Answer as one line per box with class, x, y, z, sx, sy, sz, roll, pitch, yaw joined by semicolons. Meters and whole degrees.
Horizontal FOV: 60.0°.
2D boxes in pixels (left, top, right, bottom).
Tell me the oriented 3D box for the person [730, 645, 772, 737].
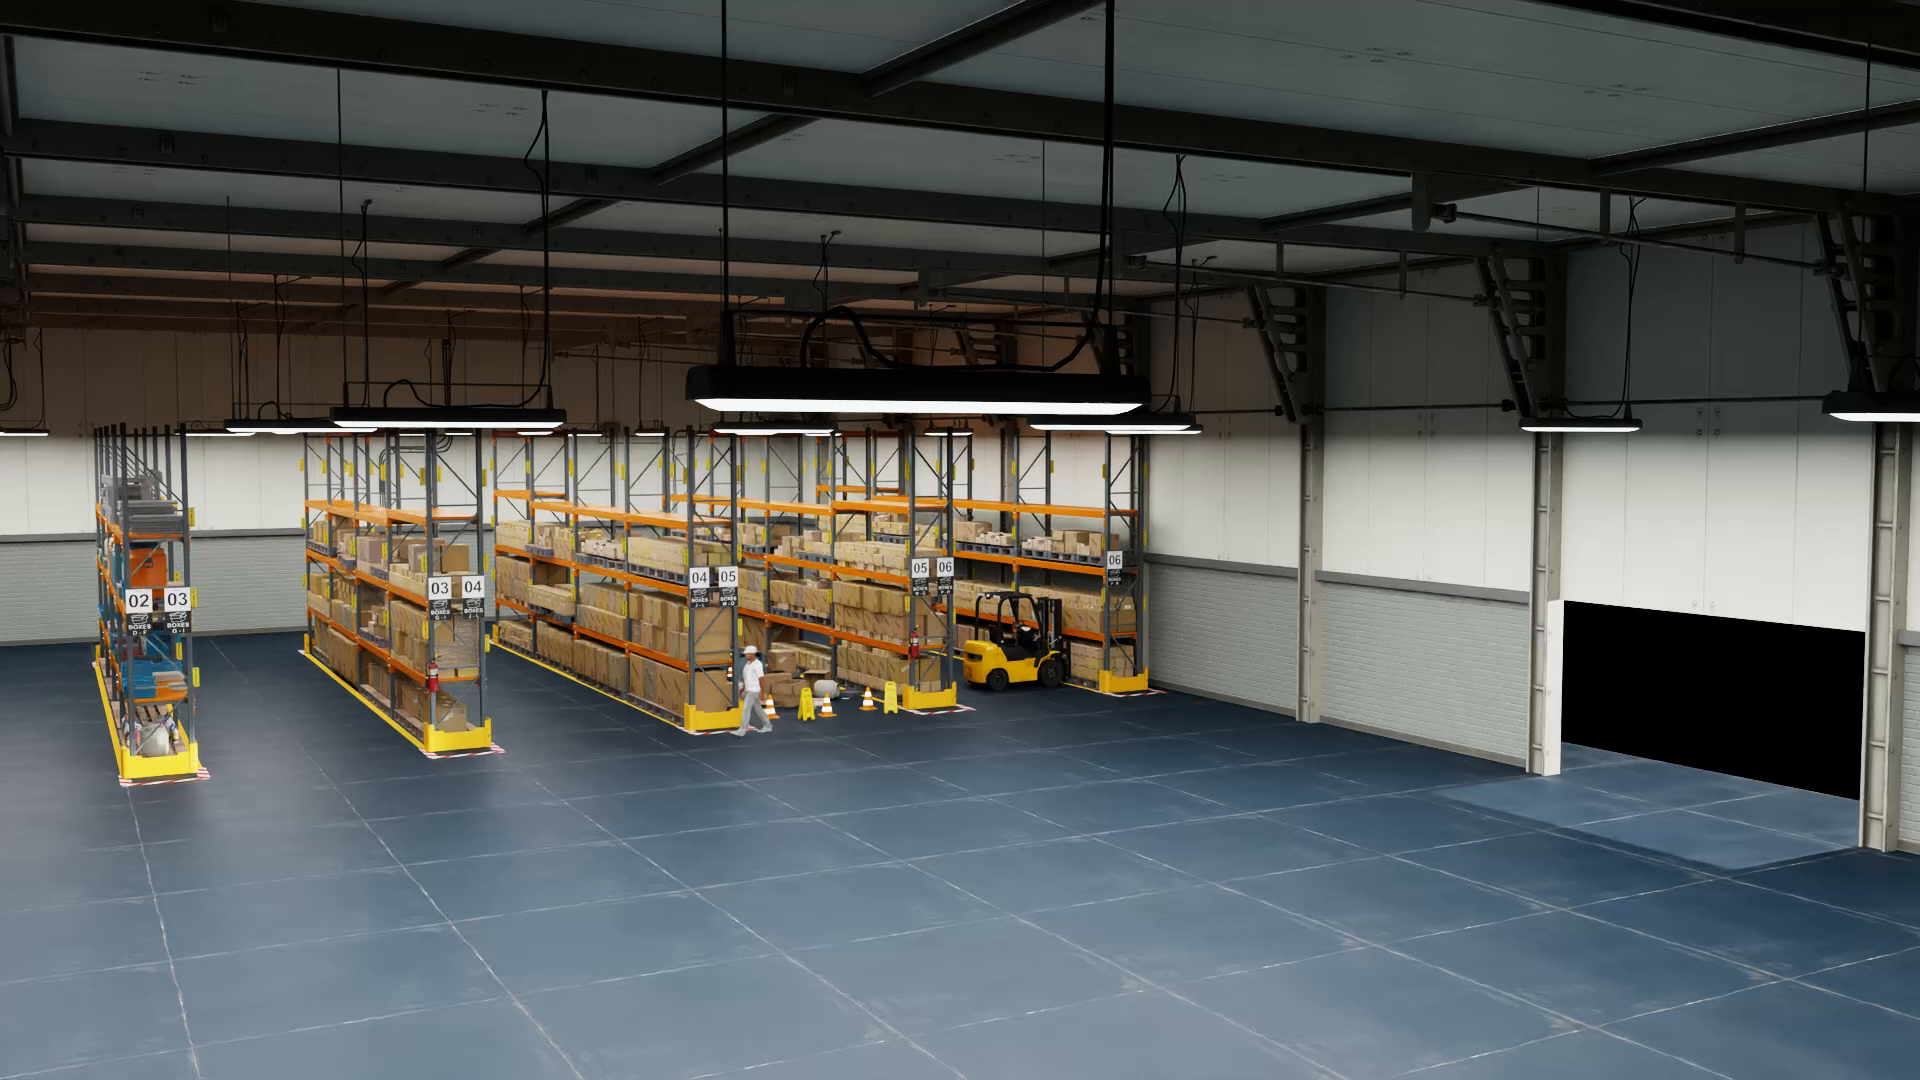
person;-4.057;2.909;32.145;0.909;1.742;0.568;-1;4;-21
